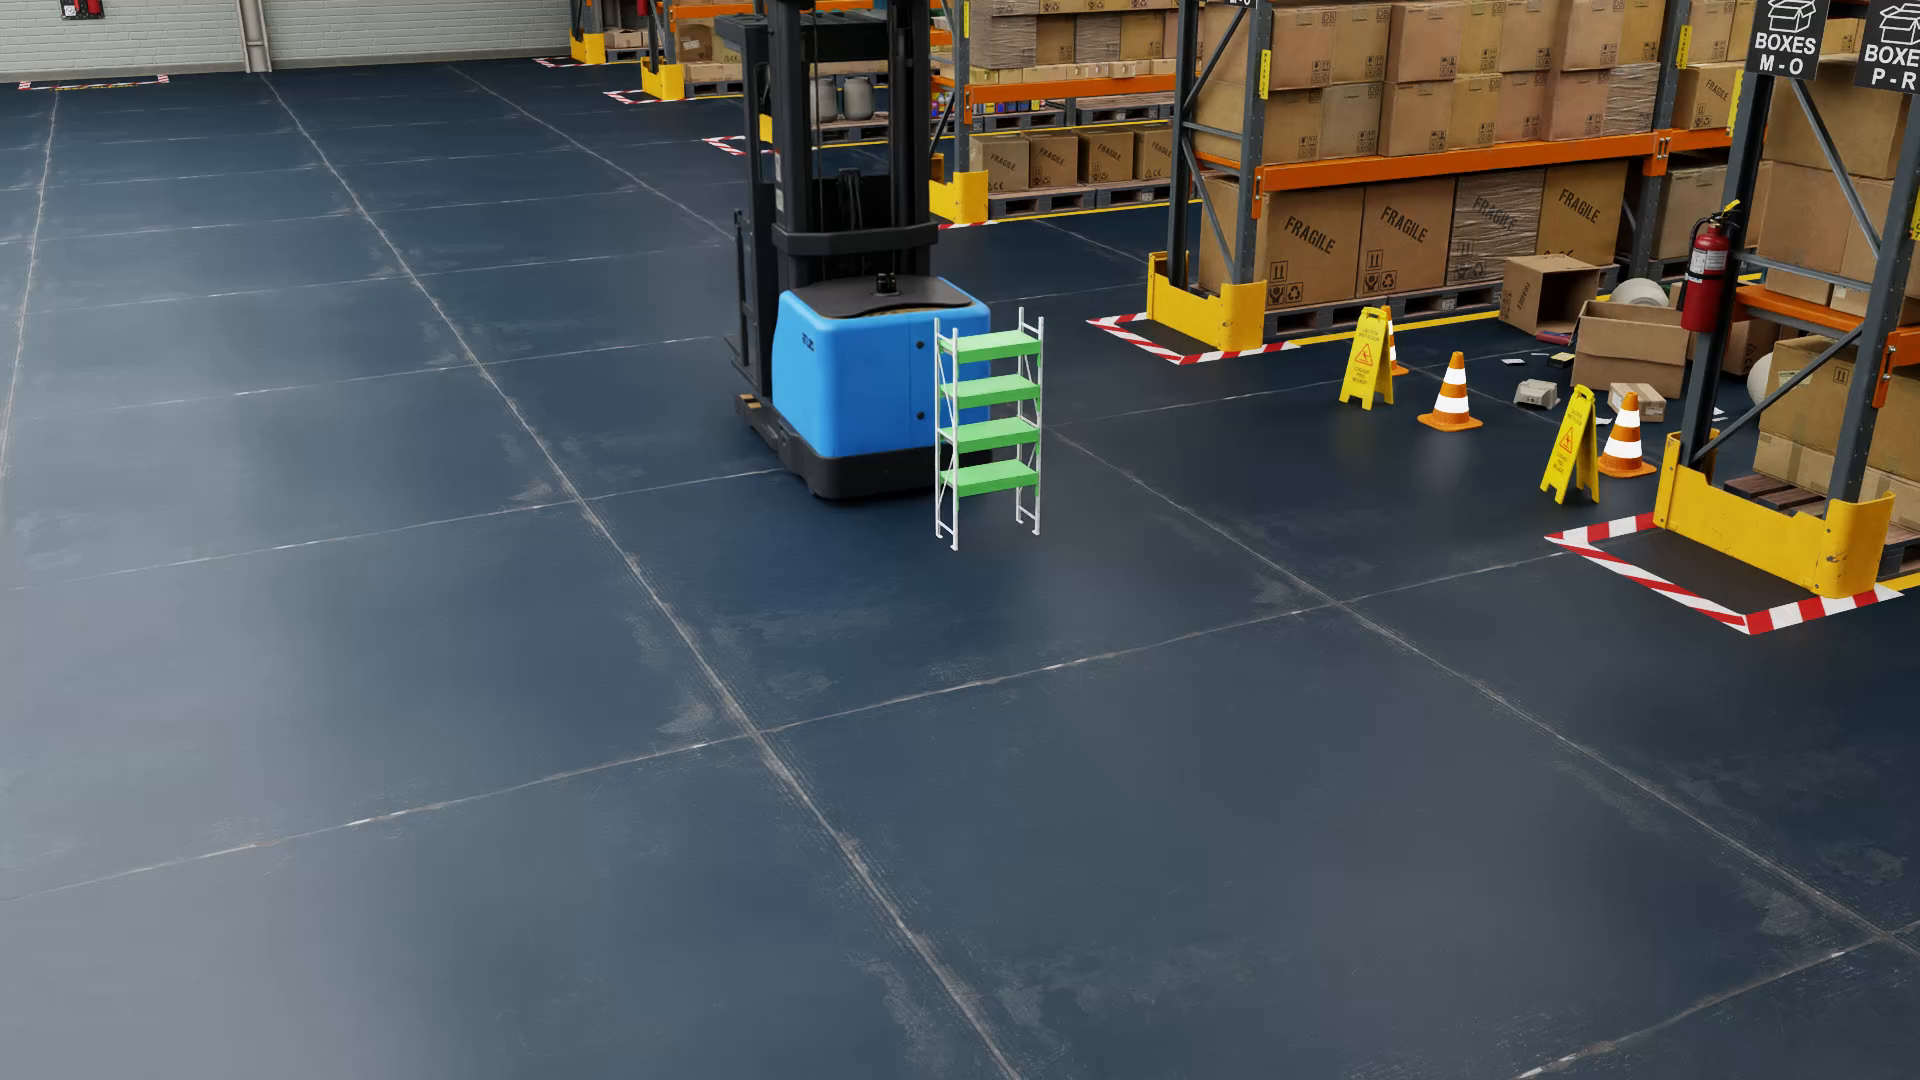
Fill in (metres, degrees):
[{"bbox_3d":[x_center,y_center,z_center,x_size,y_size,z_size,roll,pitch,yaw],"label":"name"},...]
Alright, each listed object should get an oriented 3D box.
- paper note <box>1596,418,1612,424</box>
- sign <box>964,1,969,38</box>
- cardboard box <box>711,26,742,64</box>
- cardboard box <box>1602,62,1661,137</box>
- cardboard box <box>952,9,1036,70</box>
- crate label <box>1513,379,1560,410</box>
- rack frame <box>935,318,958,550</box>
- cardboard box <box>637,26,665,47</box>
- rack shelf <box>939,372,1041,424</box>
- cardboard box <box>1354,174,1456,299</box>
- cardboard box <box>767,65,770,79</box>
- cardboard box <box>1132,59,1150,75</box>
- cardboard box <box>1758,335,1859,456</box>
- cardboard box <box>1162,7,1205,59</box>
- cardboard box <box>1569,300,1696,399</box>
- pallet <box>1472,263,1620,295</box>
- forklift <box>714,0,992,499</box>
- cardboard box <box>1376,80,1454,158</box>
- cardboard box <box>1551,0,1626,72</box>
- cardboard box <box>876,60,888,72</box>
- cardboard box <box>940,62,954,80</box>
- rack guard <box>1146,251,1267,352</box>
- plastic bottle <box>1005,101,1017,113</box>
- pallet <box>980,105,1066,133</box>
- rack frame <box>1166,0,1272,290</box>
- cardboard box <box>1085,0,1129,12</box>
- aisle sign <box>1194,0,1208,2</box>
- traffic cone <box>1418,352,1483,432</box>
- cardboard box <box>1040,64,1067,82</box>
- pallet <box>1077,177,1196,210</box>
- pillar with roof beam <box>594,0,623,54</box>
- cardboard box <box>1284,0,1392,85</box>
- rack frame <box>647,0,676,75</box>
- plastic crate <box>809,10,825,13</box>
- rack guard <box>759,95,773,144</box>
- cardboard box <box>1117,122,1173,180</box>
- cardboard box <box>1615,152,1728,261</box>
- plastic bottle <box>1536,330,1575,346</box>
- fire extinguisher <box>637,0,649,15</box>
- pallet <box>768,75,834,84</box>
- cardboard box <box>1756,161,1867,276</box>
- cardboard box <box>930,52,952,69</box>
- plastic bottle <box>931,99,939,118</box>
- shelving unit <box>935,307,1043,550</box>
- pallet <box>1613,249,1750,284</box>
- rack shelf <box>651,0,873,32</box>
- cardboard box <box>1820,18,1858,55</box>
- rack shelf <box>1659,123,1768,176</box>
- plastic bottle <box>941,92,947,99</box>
[{"bbox_3d":[4.110,-0.775,10.730,0.148,0.019,0.142,20,30,40],"label":"paper note"},{"bbox_3d":[0.059,-4.932,15.759,0.005,0.325,0.100,-10,25,-24],"label":"sign"},{"bbox_3d":[-3.440,-7.500,25.159,0.500,0.500,0.500,-10,25,-24],"label":"cardboard box"},{"bbox_3d":[5.161,-3.660,13.623,0.550,0.550,0.875,-10,25,-24],"label":"cardboard box"},{"bbox_3d":[0.331,-4.984,16.498,0.500,0.500,0.875,-10,25,-24],"label":"cardboard box"},{"bbox_3d":[3.843,-0.975,11.074,0.250,0.136,0.298,15,27,31],"label":"crate label"},{"bbox_3d":[-0.071,-0.541,8.637,0.015,1.200,0.240,-10,25,-24],"label":"rack frame"},{"bbox_3d":[-5.445,-8.979,29.609,0.500,0.311,0.500,-8,24,-19],"label":"cardboard box"},{"bbox_3d":[0.149,-0.745,8.668,0.480,0.148,0.258,-10,25,-24],"label":"rack shelf"},{"bbox_3d":[3.258,-2.487,13.214,0.875,0.875,0.875,-11,25,-24],"label":"cardboard box"},{"bbox_3d":[-2.990,-7.237,25.504,0.500,0.250,0.500,-10,25,-24],"label":"cardboard box"},{"bbox_3d":[1.745,-4.871,17.071,0.250,0.149,0.380,-10,25,-24],"label":"cardboard box"},{"bbox_3d":[4.730,-0.797,8.966,0.500,0.500,0.500,-10,25,-23],"label":"cardboard box"},{"bbox_3d":[2.123,-5.324,17.319,0.500,0.500,0.875,-10,25,-24],"label":"cardboard box"},{"bbox_3d":[4.606,-1.314,11.415,0.797,0.503,0.637,10,24,22],"label":"cardboard box"},{"bbox_3d":[4.769,-2.269,14.103,1.213,0.211,1.003,-10,25,-24],"label":"pallet"},{"bbox_3d":[-0.818,-2.117,10.180,1.130,2.935,3.031,-8,24,-20],"label":"forklift"},{"bbox_3d":[3.244,-3.288,12.723,0.550,0.550,0.875,-10,25,-24],"label":"cardboard box"},{"bbox_3d":[4.695,-4.044,13.138,0.550,0.550,0.875,-10,25,-24],"label":"cardboard box"},{"bbox_3d":[-1.188,-7.569,26.306,0.500,0.250,0.500,-10,25,-24],"label":"cardboard box"},{"bbox_3d":[-0.009,-4.721,16.711,0.250,0.149,0.380,-10,25,-24],"label":"cardboard box"},{"bbox_3d":[1.862,-1.834,12.675,0.348,0.500,1.175,-10,25,-24],"label":"rack guard"},{"bbox_3d":[0.652,-5.831,21.951,0.185,0.351,0.144,-12,25,-26],"label":"plastic bottle"},{"bbox_3d":[0.656,-5.704,22.402,1.213,0.211,1.003,-10,25,-24],"label":"pallet"},{"bbox_3d":[1.884,-2.993,12.207,0.127,3.000,1.000,-10,25,-24],"label":"rack frame"},{"bbox_3d":[1.341,-5.526,16.499,0.500,0.500,0.500,-10,25,-24],"label":"cardboard box"},{"bbox_3d":[1.690,-4.286,11.931,0.004,0.787,0.394,-10,25,-24],"label":"aisle sign"},{"bbox_3d":[3.162,-0.974,10.646,0.334,0.463,0.336,-10,25,-24],"label":"traffic cone"},{"bbox_3d":[0.865,-4.688,16.630,0.250,0.149,0.380,-10,25,-24],"label":"cardboard box"},{"bbox_3d":[1.737,-3.767,17.722,1.213,0.211,1.003,-10,25,-24],"label":"pallet"},{"bbox_3d":[-4.499,-11.543,25.017,0.400,9.000,9.100,-10,25,-24],"label":"pillar with roof beam"},{"bbox_3d":[2.690,-3.732,12.385,0.550,0.550,0.875,-10,25,-24],"label":"cardboard box"},{"bbox_3d":[-4.469,-8.134,24.626,0.127,3.000,1.000,-10,25,-24],"label":"rack frame"},{"bbox_3d":[-2.003,-6.543,20.978,0.616,0.251,0.499,-10,25,-24],"label":"plastic crate"},{"bbox_3d":[-2.276,-5.300,21.048,0.348,0.500,1.175,-10,25,-24],"label":"rack guard"},{"bbox_3d":[2.012,-4.141,17.700,0.500,0.500,0.500,-13,26,-28],"label":"cardboard box"},{"bbox_3d":[6.008,-2.945,14.483,0.750,0.750,1.050,-11,25,-24],"label":"cardboard box"},{"bbox_3d":[4.483,-1.510,12.465,0.283,0.061,0.133,20,30,40],"label":"plastic bottle"},{"bbox_3d":[-4.777,-8.238,24.980,0.183,0.674,0.296,-10,25,-24],"label":"fire extinguisher"},{"bbox_3d":[-2.701,-7.187,25.986,1.213,0.211,1.003,-10,25,-24],"label":"pallet"},{"bbox_3d":[4.491,-1.672,8.497,0.500,0.500,0.500,-11,25,-25],"label":"cardboard box"},{"bbox_3d":[-0.394,-7.702,26.630,0.500,0.250,0.500,-11,25,-25],"label":"cardboard box"},{"bbox_3d":[-0.344,-5.599,21.478,0.133,0.283,0.061,-10,25,-23],"label":"plastic bottle"},{"bbox_3d":[0.149,-0.582,8.735,0.503,1.200,0.258,-10,25,-24],"label":"shelving unit"},{"bbox_3d":[6.150,-2.522,14.715,1.213,0.211,1.003,-10,25,-24],"label":"pallet"},{"bbox_3d":[-2.667,-8.133,25.565,4.000,0.370,1.077,-10,25,-24],"label":"rack shelf"},{"bbox_3d":[7.306,-4.502,14.414,0.500,0.500,0.700,-11,25,-24],"label":"cardboard box"},{"bbox_3d":[7.290,-3.656,14.749,4.000,0.370,1.077,-10,25,-24],"label":"rack shelf"},{"bbox_3d":[-0.181,-5.976,22.302,0.185,0.351,0.144,-11,25,-24],"label":"plastic bottle"}]
